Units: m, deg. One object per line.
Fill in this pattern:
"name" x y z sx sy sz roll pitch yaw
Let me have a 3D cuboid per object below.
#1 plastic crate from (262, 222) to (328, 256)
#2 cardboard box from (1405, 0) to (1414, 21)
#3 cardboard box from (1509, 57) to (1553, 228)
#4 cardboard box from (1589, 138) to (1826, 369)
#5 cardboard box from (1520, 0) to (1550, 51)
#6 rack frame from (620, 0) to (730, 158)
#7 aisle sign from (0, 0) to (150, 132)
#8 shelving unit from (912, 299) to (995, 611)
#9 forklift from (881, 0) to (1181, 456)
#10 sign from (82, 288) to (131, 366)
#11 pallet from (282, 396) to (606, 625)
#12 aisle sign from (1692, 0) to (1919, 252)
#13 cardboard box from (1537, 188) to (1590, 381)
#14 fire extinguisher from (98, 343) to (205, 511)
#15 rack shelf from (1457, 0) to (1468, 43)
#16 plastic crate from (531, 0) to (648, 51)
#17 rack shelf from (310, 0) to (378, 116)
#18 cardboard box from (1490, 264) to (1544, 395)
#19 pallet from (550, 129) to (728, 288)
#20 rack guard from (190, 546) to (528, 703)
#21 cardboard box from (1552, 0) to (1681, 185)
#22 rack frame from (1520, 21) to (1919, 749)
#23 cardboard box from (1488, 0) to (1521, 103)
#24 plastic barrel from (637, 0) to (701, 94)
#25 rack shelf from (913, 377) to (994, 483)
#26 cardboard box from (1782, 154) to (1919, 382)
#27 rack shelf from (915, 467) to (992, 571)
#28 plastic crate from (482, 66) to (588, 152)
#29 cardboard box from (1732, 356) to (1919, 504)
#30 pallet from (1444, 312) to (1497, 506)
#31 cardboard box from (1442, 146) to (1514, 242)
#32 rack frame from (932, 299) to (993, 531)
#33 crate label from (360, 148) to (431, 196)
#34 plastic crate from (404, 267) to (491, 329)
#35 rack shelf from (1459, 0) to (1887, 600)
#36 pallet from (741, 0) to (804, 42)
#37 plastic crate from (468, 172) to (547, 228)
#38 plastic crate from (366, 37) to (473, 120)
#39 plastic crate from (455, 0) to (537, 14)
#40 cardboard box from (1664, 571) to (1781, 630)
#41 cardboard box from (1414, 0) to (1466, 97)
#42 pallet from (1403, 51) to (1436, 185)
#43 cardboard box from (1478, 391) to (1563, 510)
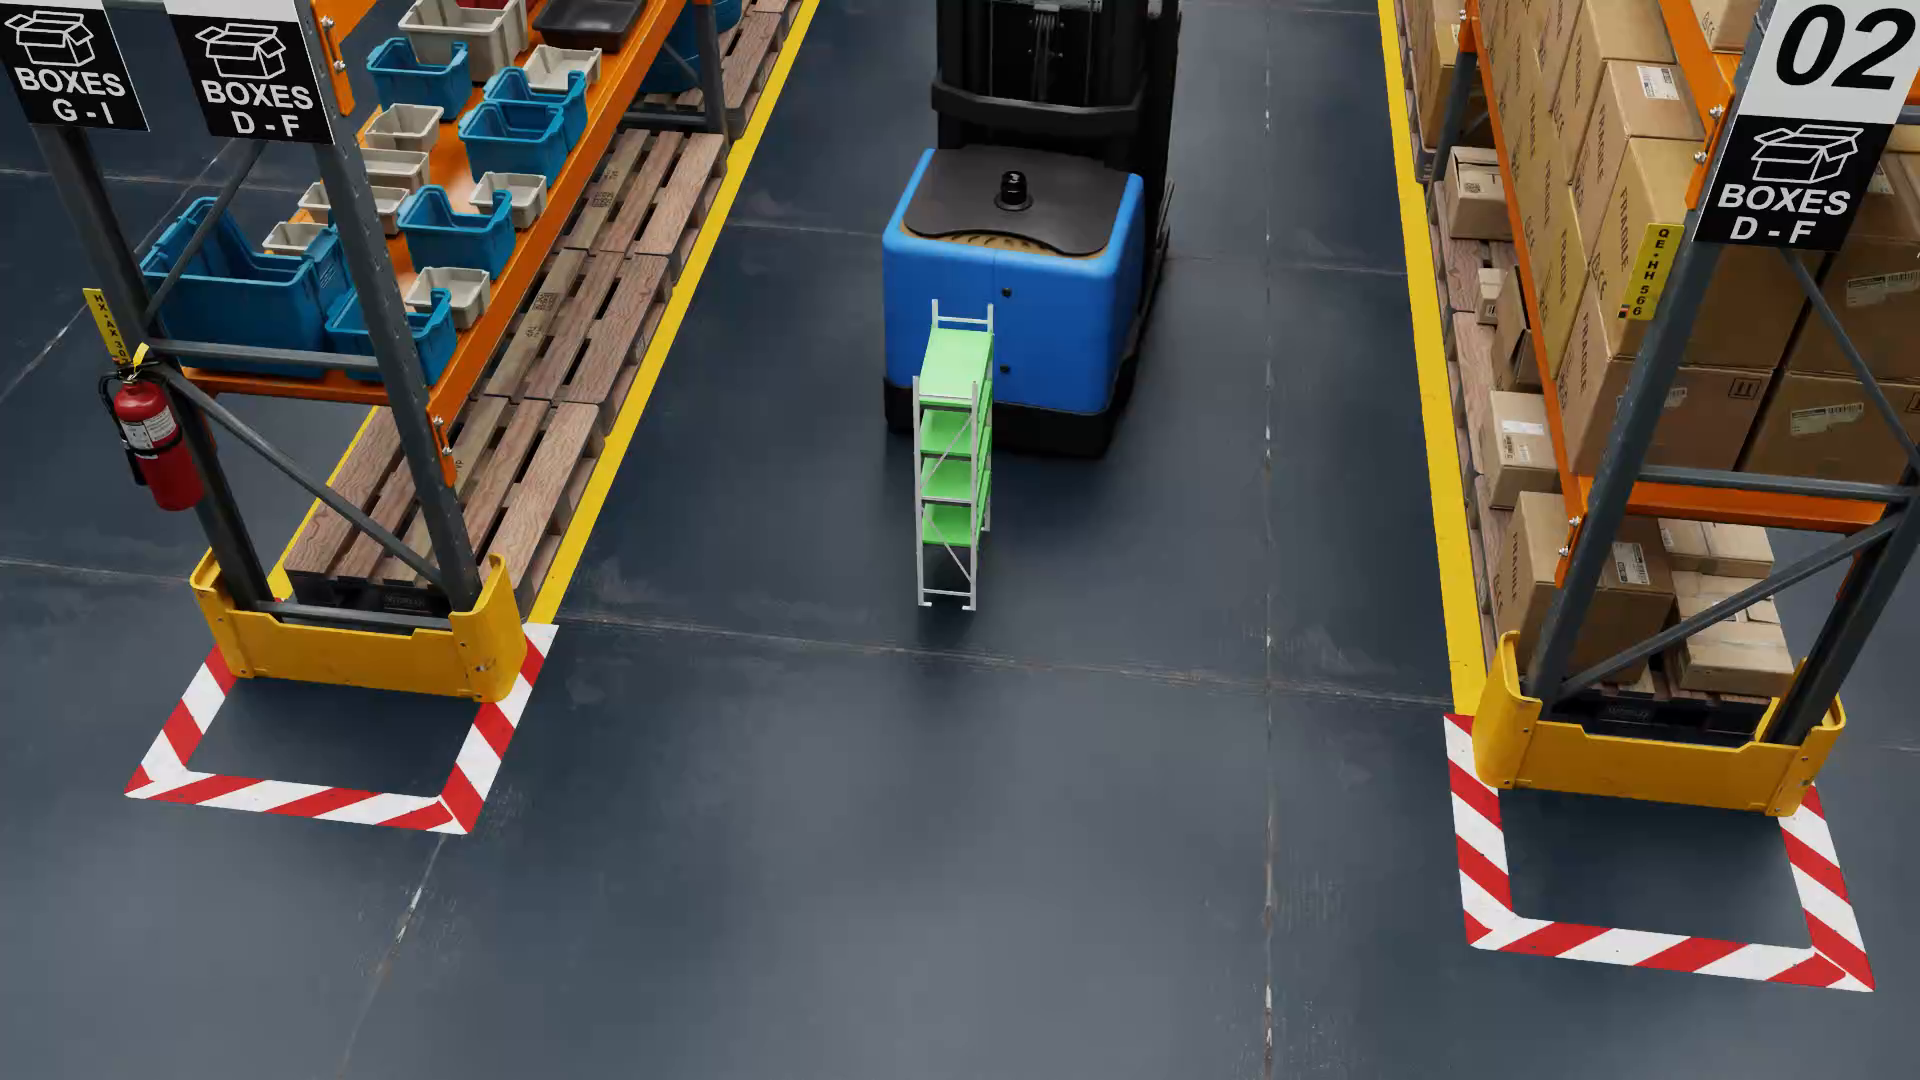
"plastic crate" -2.436 -1.125 6.405 0.396 0.136 0.243 5 44 6
"cardboard box" 3.061 -3.539 10.304 0.500 0.500 0.500 4 44 4
"cardboard box" 2.538 -1.577 6.661 0.500 0.500 0.500 5 44 5
"cardboard box" 2.332 -0.902 5.221 0.500 0.500 0.500 5 44 5
"cardboard box" 2.597 -2.302 6.700 0.500 0.500 0.500 4 44 4
"rack frame" -1.835 -3.353 8.609 1.000 3.000 0.127 5 44 6
"aisle sign" -2.664 -1.548 4.813 0.394 0.787 0.004 5 44 6
"shelving unit" -0.022 -0.323 6.718 0.258 1.200 0.503 5 44 6
"forklift" 0.491 -2.473 7.730 1.130 2.935 3.031 9 44 10
"sign" -2.911 -0.725 5.715 0.100 0.325 0.005 5 44 6
"pallet" -2.216 -0.173 7.279 1.003 0.211 1.213 5 44 6
"aisle sign" 2.233 -1.099 4.339 0.394 0.787 0.004 5 44 6
"cardboard box" 2.400 -0.894 5.940 0.500 0.500 0.500 6 44 6
"fire extinguisher" -2.834 -0.402 5.820 0.296 0.674 0.183 5 44 6
"rack shelf" 3.339 -4.002 9.818 1.077 0.370 4.000 5 44 6
"plastic crate" -1.717 -2.488 7.852 0.437 0.125 0.590 5 44 6
"rack shelf" -2.100 -2.818 6.386 1.077 0.370 4.000 5 44 6
"cardboard box" 2.831 -0.873 7.486 0.797 0.503 0.637 5 44 6
"pallet" -1.894 -1.836 9.035 1.003 0.211 1.213 5 44 6
"rack guard" -2.354 0.298 6.571 1.175 0.500 0.348 5 44 6
"cardboard box" 2.462 -1.600 5.958 0.500 0.500 0.500 6 44 7
"rack frame" 2.545 -0.174 5.252 1.000 3.000 0.127 5 44 6
"cardboard box" 2.672 -2.265 7.387 0.500 0.500 0.500 6 44 6
"plastic barrel" -1.746 -3.113 9.576 0.600 0.901 0.708 5 44 6
"rack shelf" -0.022 -0.451 6.597 0.258 0.148 0.480 5 44 6
"cardboard box" 2.865 -0.852 5.168 0.500 0.500 0.500 6 44 7
"rack shelf" -0.022 -0.102 6.927 0.258 0.148 0.480 5 44 6
"plastic crate" -1.791 -1.828 7.077 0.416 0.233 0.300 5 44 6
"cardboard box" 2.865 -0.489 5.512 0.500 0.500 0.500 6 44 6
"pallet" 2.824 -0.586 7.715 1.003 0.211 1.213 5 44 6
"cardboard box" 2.804 -1.817 8.623 0.500 0.311 0.500 5 44 6
"rack frame" 0.010 -0.489 6.894 0.240 1.200 0.015 5 44 6
"crate label" -2.370 -1.513 6.815 0.396 0.136 0.243 5 44 6
"plastic crate" -1.880 -0.902 6.169 0.250 0.136 0.298 5 44 6
"rack shelf" 2.810 -1.276 6.939 1.077 0.370 4.000 5 44 6
"pallet" -1.533 -3.696 11.000 1.003 0.211 1.213 5 44 6
"plastic crate" -1.791 -1.365 6.658 0.250 0.136 0.298 5 44 6
"plastic crate" -2.347 -2.011 7.270 0.416 0.233 0.300 5 44 6
"plastic crate" -2.202 -2.812 7.948 0.402 0.464 0.583 5 44 6
"cardboard box" 2.975 0.270 6.523 0.380 0.166 0.250 5 44 6
"cardboard box" 2.929 -2.851 9.577 0.500 0.500 0.500 5 44 6
"pallet" 3.144 -2.445 9.679 1.003 0.211 1.213 5 44 6
"cardboard box" 2.529 -0.373 7.142 0.500 0.250 0.500 5 44 6
